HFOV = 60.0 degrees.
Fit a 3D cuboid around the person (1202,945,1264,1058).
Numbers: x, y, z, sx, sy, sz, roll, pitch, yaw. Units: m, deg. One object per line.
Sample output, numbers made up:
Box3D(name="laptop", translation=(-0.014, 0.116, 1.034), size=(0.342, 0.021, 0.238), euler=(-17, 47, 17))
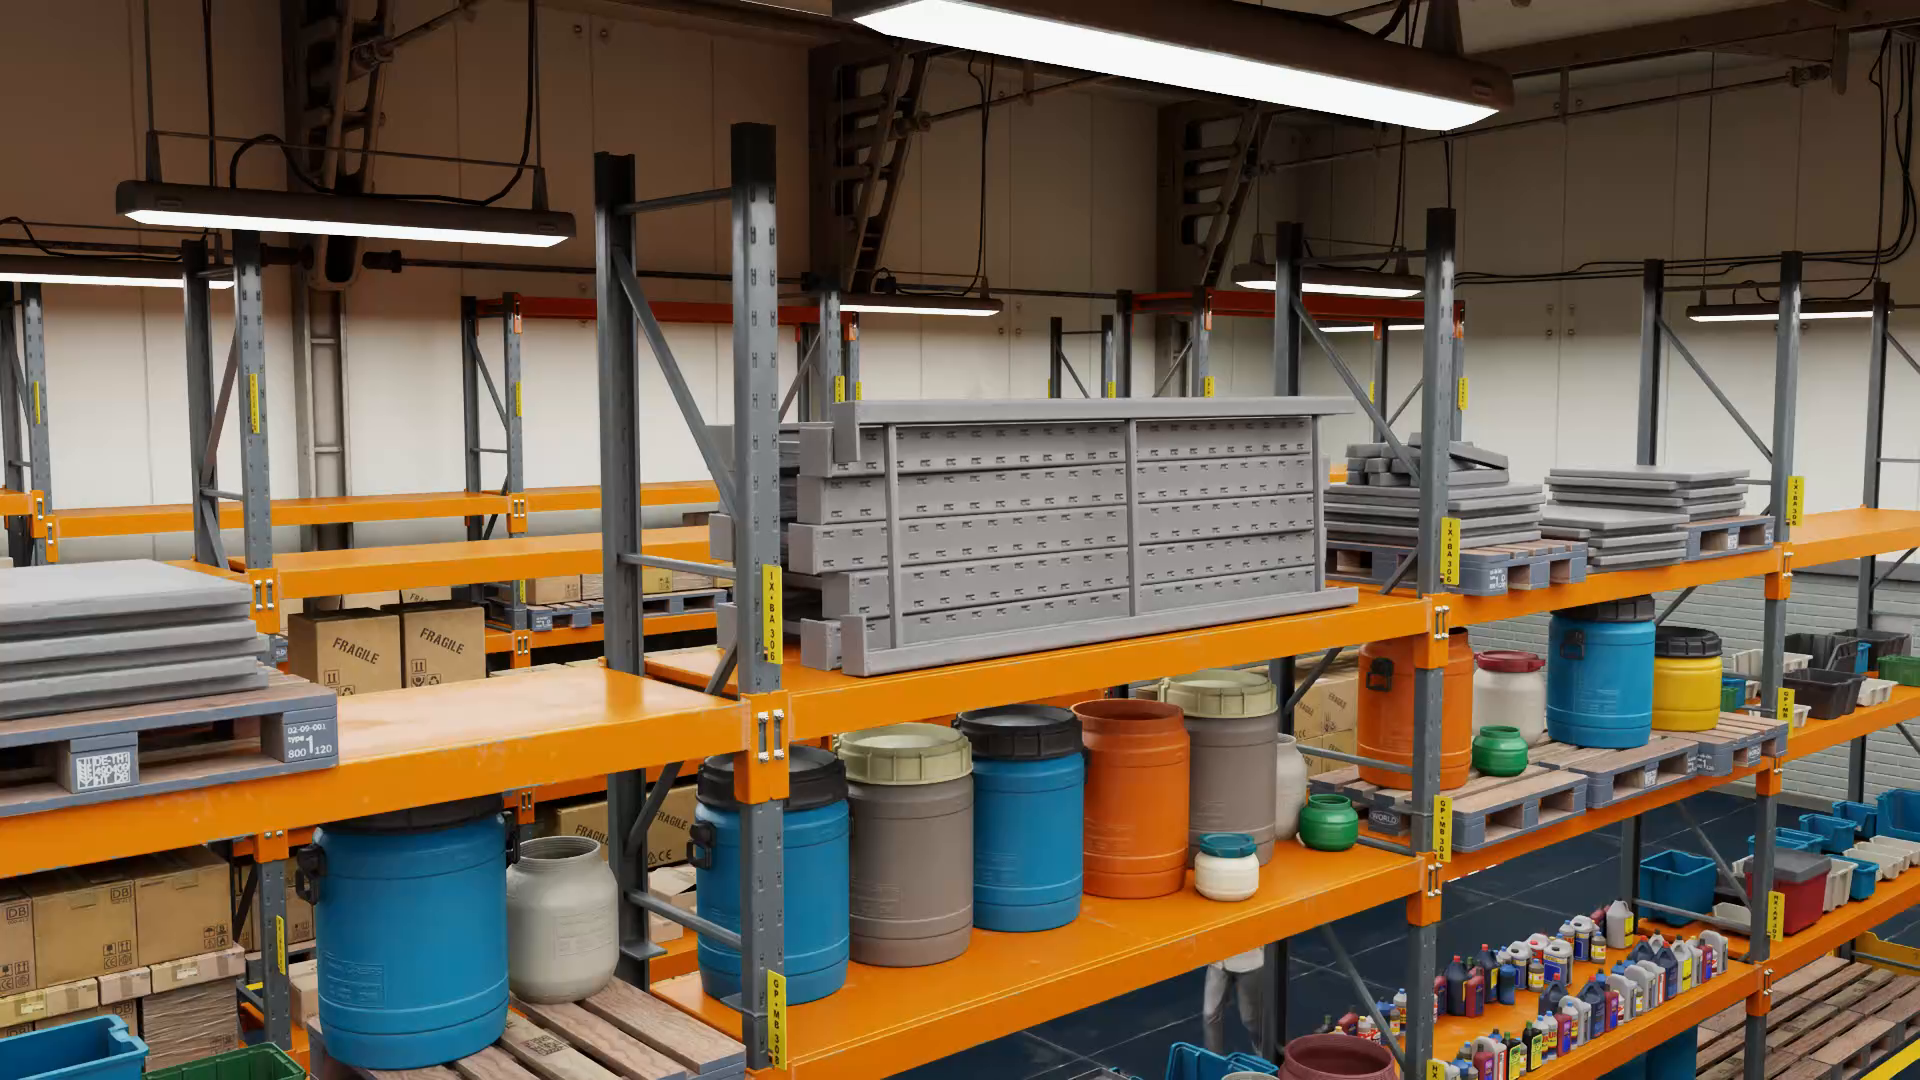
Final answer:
Box3D(name="person", translation=(2.023, 3.121, 12.193), size=(0.660, 1.820, 0.778), euler=(4, 7, 39))
